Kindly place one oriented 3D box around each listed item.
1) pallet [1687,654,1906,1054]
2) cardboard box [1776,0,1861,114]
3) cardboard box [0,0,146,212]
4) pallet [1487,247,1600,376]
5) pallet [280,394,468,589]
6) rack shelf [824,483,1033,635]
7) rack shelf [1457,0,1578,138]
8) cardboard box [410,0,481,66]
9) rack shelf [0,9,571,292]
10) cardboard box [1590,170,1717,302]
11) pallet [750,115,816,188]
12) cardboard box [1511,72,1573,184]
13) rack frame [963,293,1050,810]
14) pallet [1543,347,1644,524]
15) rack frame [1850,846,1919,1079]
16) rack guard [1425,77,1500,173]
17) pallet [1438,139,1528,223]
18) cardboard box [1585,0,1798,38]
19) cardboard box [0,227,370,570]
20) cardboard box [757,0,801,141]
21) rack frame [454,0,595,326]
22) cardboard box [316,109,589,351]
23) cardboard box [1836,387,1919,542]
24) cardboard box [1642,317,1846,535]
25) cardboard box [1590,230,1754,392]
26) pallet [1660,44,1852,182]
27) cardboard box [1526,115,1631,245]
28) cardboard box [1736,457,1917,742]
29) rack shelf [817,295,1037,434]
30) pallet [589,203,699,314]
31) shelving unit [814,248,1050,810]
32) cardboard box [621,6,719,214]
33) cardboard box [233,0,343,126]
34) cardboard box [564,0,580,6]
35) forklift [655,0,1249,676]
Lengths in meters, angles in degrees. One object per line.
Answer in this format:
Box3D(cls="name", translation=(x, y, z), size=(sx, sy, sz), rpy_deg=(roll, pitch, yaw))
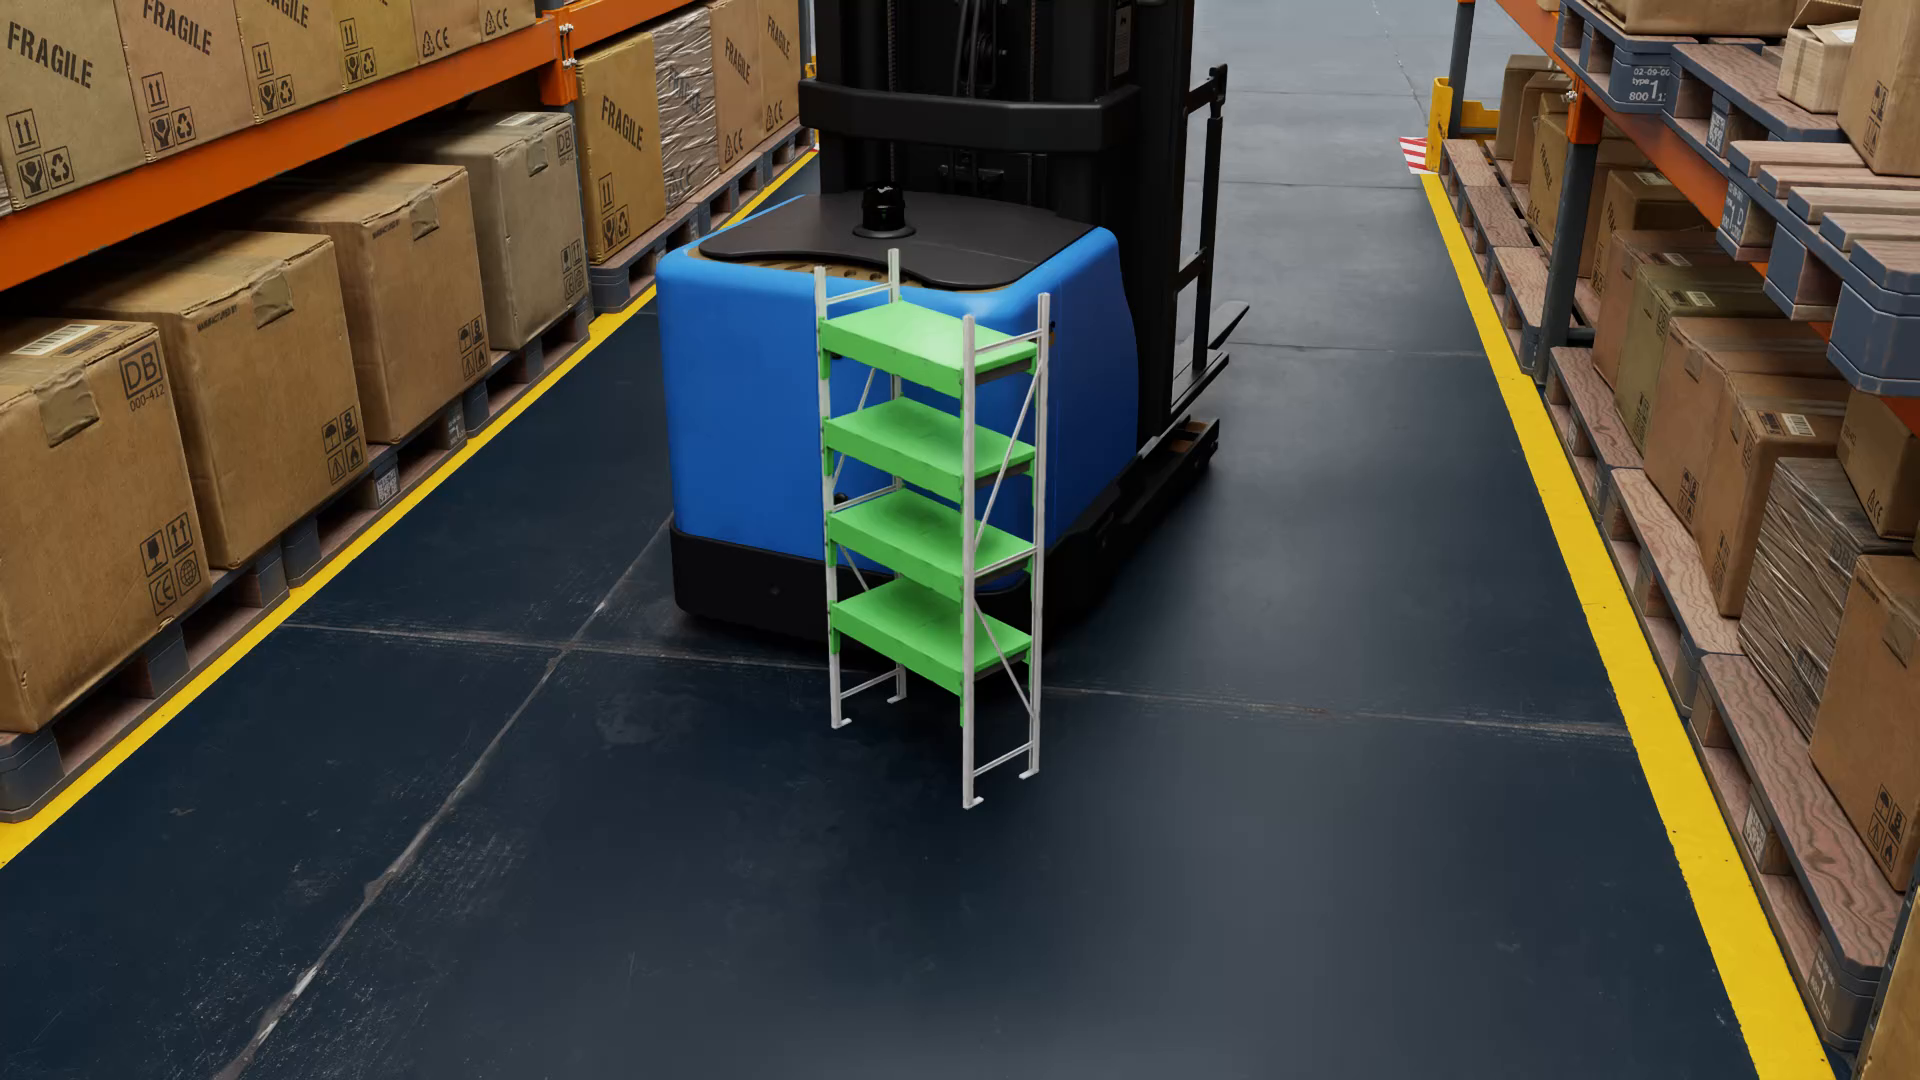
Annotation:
Box3D(cls="pallet", translation=(2.244, 0.660, 3.590), size=(1.003, 0.211, 1.213), rpy_deg=(4, 25, 9))
Box3D(cls="cardboard box", translation=(2.121, -1.121, 3.770), size=(0.396, 0.266, 0.258), rpy_deg=(3, 25, 7))
Box3D(cls="cardboard box", translation=(-2.342, -1.089, 3.920), size=(0.500, 0.500, 0.500), rpy_deg=(4, 25, 8))
Box3D(cls="pallet", translation=(2.843, -0.969, 7.071), size=(1.003, 0.211, 1.213), rpy_deg=(4, 25, 9))
Box3D(cls="pallet", translation=(-2.357, -0.232, 5.497), size=(1.003, 0.211, 1.213), rpy_deg=(4, 25, 9))
Box3D(cls="rack shelf", translation=(-0.067, 0.035, 3.910), size=(0.258, 0.148, 0.480), rpy_deg=(-22, 33, -38))
Box3D(cls="rack shelf", translation=(3.095, -2.459, 7.815), size=(1.077, 0.370, 4.000), rpy_deg=(4, 25, 9))
Box3D(cls="cardboard box", translation=(-2.013, -1.932, 5.721), size=(0.500, 0.500, 0.500), rpy_deg=(4, 25, 8))
Box3D(cls="rack shelf", translation=(-2.435, -1.172, 5.065), size=(1.077, 0.370, 4.000), rpy_deg=(4, 25, 9))
Box3D(cls="cardboard box", translation=(2.873, -1.171, 6.667), size=(0.500, 0.500, 0.500), rpy_deg=(3, 25, 7))
Box3D(cls="pallet", translation=(-1.508, -2.405, 10.139), size=(1.003, 0.211, 1.213), rpy_deg=(4, 25, 9))
Box3D(cls="cardboard box", translation=(3.239, -2.167, 8.795), size=(0.500, 0.500, 0.500), rpy_deg=(11, 27, 22))
Box3D(cls="rack frame", translation=(0.099, 0.053, 3.722), size=(0.240, 1.200, 0.015), rpy_deg=(-22, 33, -38))
Box3D(cls="pallet", translation=(2.642, -0.360, 5.770), size=(1.003, 0.211, 1.213), rpy_deg=(4, 25, 9))
Box3D(cls="rack frame", translation=(2.111, -0.276, 2.301), size=(0.949, 2.616, 0.053), rpy_deg=(4, 25, 9))
Box3D(cls="rack guard", translation=(3.409, -2.458, 9.911), size=(1.175, 0.500, 0.348), rpy_deg=(4, 25, 9))
Box3D(cls="pallet", translation=(3.242, -1.990, 9.252), size=(1.003, 0.211, 1.213), rpy_deg=(4, 25, 9))
Box3D(cls="cardboard box", translation=(2.500, -2.088, 4.970), size=(1.000, 1.000, 1.000), rpy_deg=(4, 25, 9))
Box3D(cls="cardboard box", translation=(-2.434, -0.447, 4.826), size=(1.050, 0.750, 0.750), rpy_deg=(4, 25, 9))
Box3D(cls="cardboard box", translation=(-1.501, -2.947, 10.019), size=(0.875, 0.875, 0.875), rpy_deg=(4, 25, 9))
Box3D(cls="rack frame", translation=(-2.109, -2.335, 6.699), size=(1.000, 3.000, 0.127), rpy_deg=(4, 25, 9))
Box3D(cls="cardboard box", translation=(-2.121, -1.240, 6.519), size=(1.050, 0.750, 0.750), rpy_deg=(4, 25, 8))
Box3D(cls="cardboard box", translation=(2.271, -0.187, 3.657), size=(0.500, 0.250, 0.500), rpy_deg=(7, 26, 14))
Box3D(cls="cardboard box", translation=(2.459, -0.328, 4.843), size=(0.700, 0.500, 0.500), rpy_deg=(2, 25, 4))
Box3D(cls="cardboard box", translation=(2.647, -0.761, 5.766), size=(0.700, 0.500, 0.500), rpy_deg=(2, 25, 4))
Box3D(cls="pallet", translation=(2.398, -1.020, 4.116), size=(1.003, 0.211, 1.213), rpy_deg=(4, 25, 9))
Box3D(cls="cardboard box", translation=(2.983, -1.677, 7.747), size=(0.500, 0.500, 0.500), rpy_deg=(2, 25, 4))
Box3D(cls="cardboard box", translation=(2.282, 0.143, 3.837), size=(0.700, 0.500, 0.500), rpy_deg=(2, 25, 4))
Box3D(cls="rack shelf", translation=(-0.068, -0.400, 3.707), size=(0.258, 0.148, 0.480), rpy_deg=(-22, 33, -38))
Box3D(cls="pallet", translation=(-1.907, -1.384, 7.958), size=(1.003, 0.211, 1.213), rpy_deg=(4, 25, 9))
Box3D(cls="shelving unit", translation=(-0.067, -0.023, 3.883), size=(0.258, 1.200, 0.503), rpy_deg=(-22, 33, -38))
Box3D(cls="cardboard box", translation=(-1.793, -2.198, 8.418), size=(0.875, 0.875, 0.875), rpy_deg=(4, 25, 9))
Box3D(cls="cardboard box", translation=(-2.176, -1.508, 4.815), size=(0.500, 0.500, 0.500), rpy_deg=(4, 25, 8))
Box3D(cls="cardboard box", translation=(-2.060, -2.558, 6.999), size=(0.875, 0.550, 0.550), rpy_deg=(4, 25, 9))
Box3D(cls="forklift", translation=(0.255, -1.569, 5.145), size=(1.130, 2.935, 3.031), rpy_deg=(11, 27, 22))
